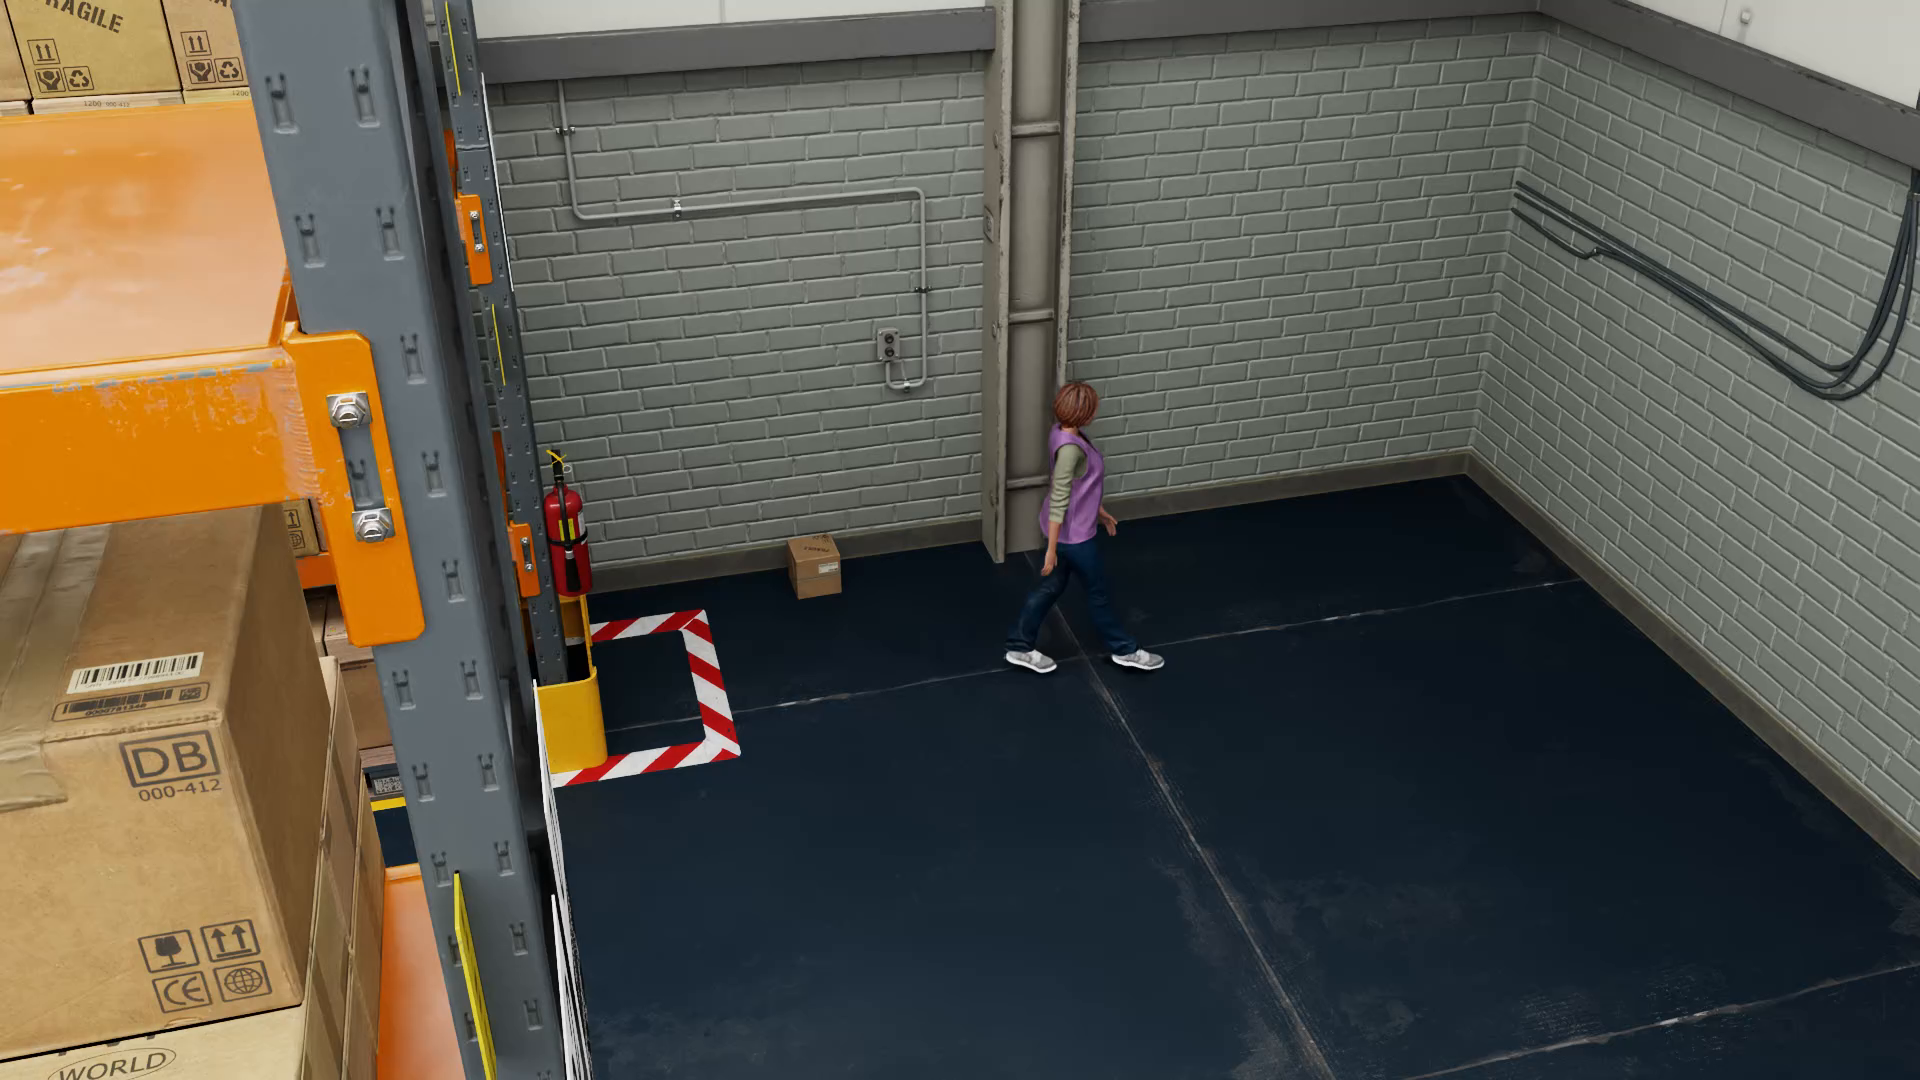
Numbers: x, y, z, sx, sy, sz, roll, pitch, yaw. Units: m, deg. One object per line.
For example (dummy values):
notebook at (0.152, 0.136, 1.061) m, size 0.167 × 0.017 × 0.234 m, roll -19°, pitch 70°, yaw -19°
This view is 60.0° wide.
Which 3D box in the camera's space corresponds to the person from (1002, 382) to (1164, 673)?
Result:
person at (0.635, -0.044, 8.291) m, size 0.834 × 1.554 × 0.487 m, roll -2°, pitch 31°, yaw -4°
